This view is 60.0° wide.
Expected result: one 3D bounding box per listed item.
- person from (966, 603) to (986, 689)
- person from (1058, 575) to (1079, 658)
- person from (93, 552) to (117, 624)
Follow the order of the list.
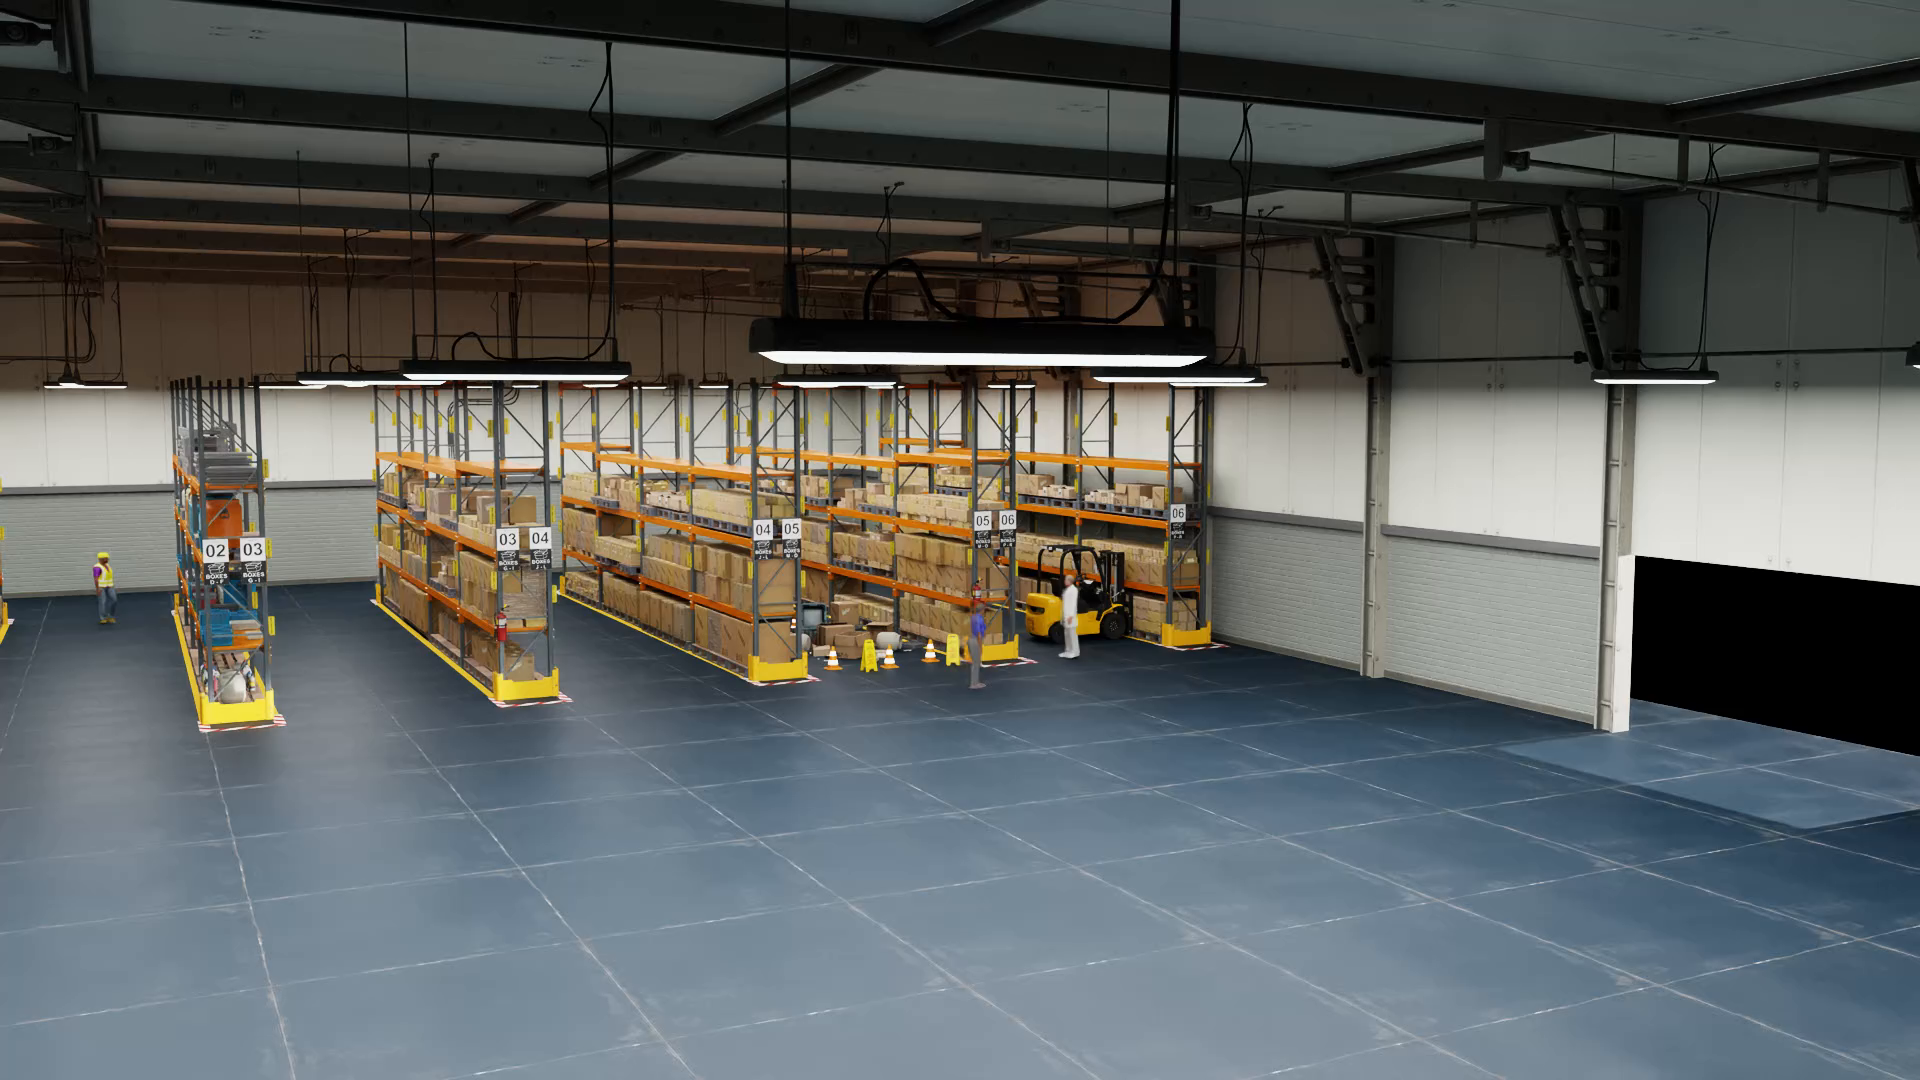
[{"bbox_3d":[0.320,2.043,32.169,0.355,1.672,0.467,-1,5,-15],"label":"person"},{"bbox_3d":[2.371,1.648,35.888,0.427,1.803,0.645,-2,5,-20],"label":"person"},{"bbox_3d":[-21.230,1.202,41.233,0.511,1.801,0.566,3,6,32],"label":"person"}]
